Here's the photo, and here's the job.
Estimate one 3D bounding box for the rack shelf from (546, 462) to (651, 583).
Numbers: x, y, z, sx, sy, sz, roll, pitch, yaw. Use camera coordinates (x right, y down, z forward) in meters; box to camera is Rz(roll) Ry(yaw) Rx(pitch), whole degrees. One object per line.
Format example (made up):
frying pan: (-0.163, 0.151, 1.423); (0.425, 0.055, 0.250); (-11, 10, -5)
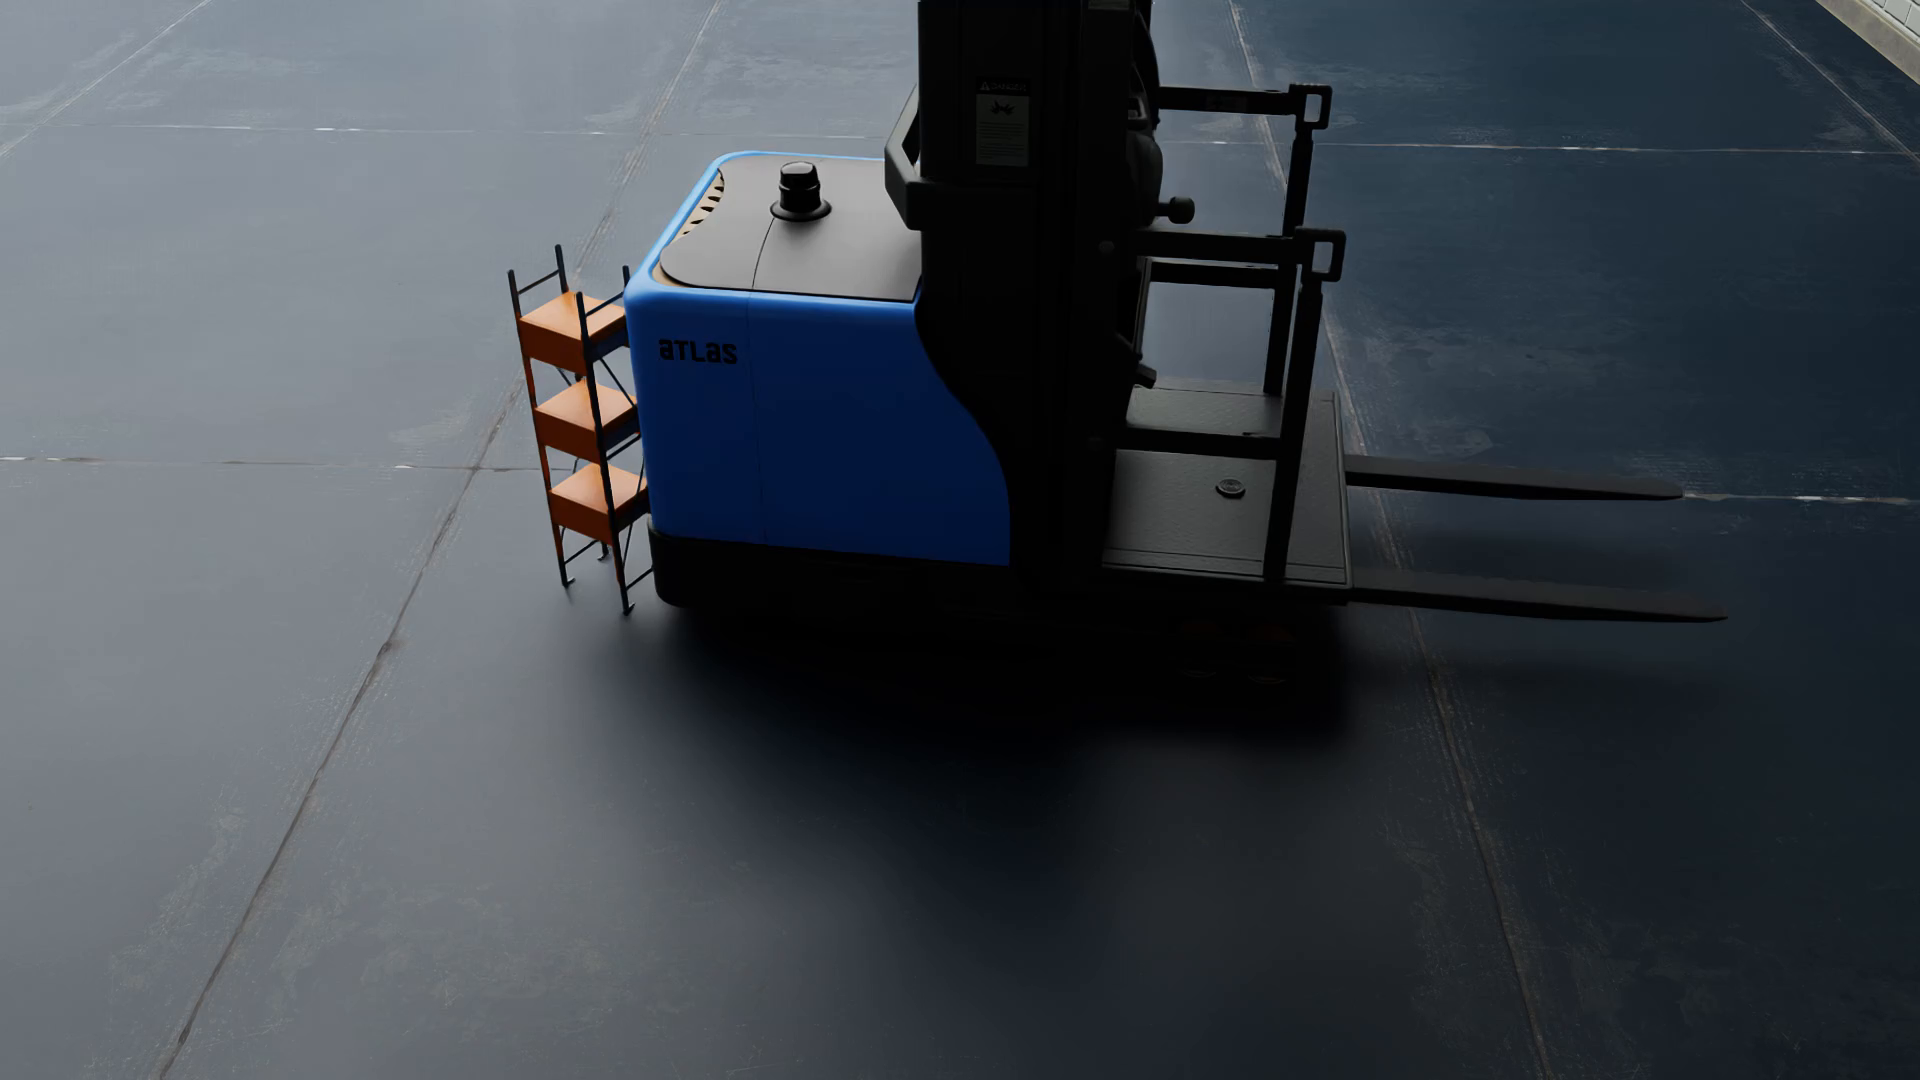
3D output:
rack shelf: (-1.050, -0.065, 4.931); (0.240, 0.259, 0.215); (20, 40, 26)

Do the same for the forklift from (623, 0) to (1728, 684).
forklift: (0.661, -1.122, 4.298); (3.031, 2.935, 1.130); (5, 35, 7)

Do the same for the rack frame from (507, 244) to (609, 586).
rack frame: (-1.154, -0.338, 4.817); (0.008, 1.050, 0.200); (20, 40, 26)

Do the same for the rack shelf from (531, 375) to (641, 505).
rack shelf: (-1.050, -0.292, 4.770); (0.240, 0.259, 0.215); (20, 40, 26)

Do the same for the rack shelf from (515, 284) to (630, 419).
rack shelf: (-1.051, -0.524, 4.606); (0.240, 0.259, 0.215); (20, 40, 26)

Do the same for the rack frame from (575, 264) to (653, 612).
rack frame: (-0.947, -0.264, 4.711); (0.008, 1.050, 0.200); (20, 40, 26)

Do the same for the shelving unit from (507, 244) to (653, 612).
shelving unit: (-1.050, -0.301, 4.764); (0.252, 1.050, 0.215); (20, 40, 26)
